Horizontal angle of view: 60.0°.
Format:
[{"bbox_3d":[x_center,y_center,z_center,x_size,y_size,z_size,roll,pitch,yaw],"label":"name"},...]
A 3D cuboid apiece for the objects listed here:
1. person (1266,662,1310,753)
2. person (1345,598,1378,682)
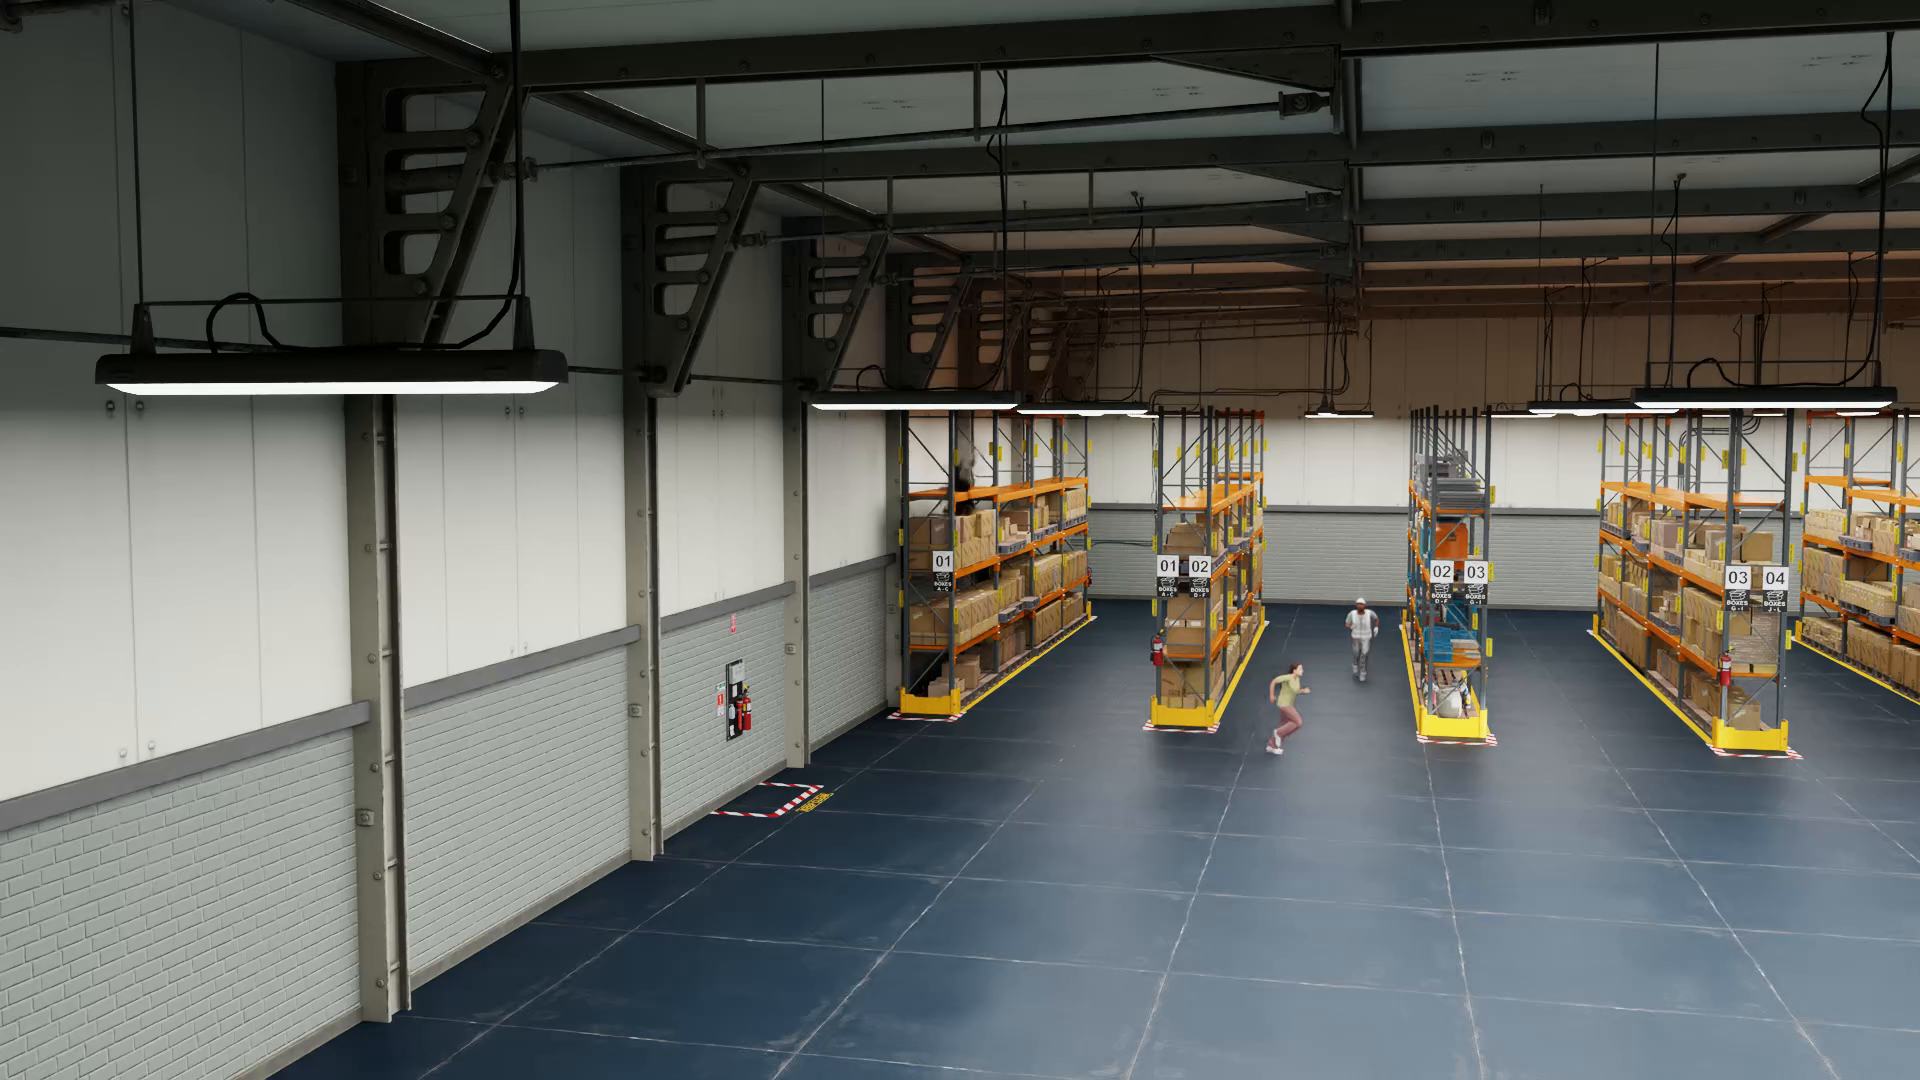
[{"bbox_3d":[5.632,2.873,28.541,0.748,1.593,0.569,2,5,30],"label":"person"},{"bbox_3d":[8.897,2.184,36.850,0.695,1.808,0.988,1,4,18],"label":"person"}]
